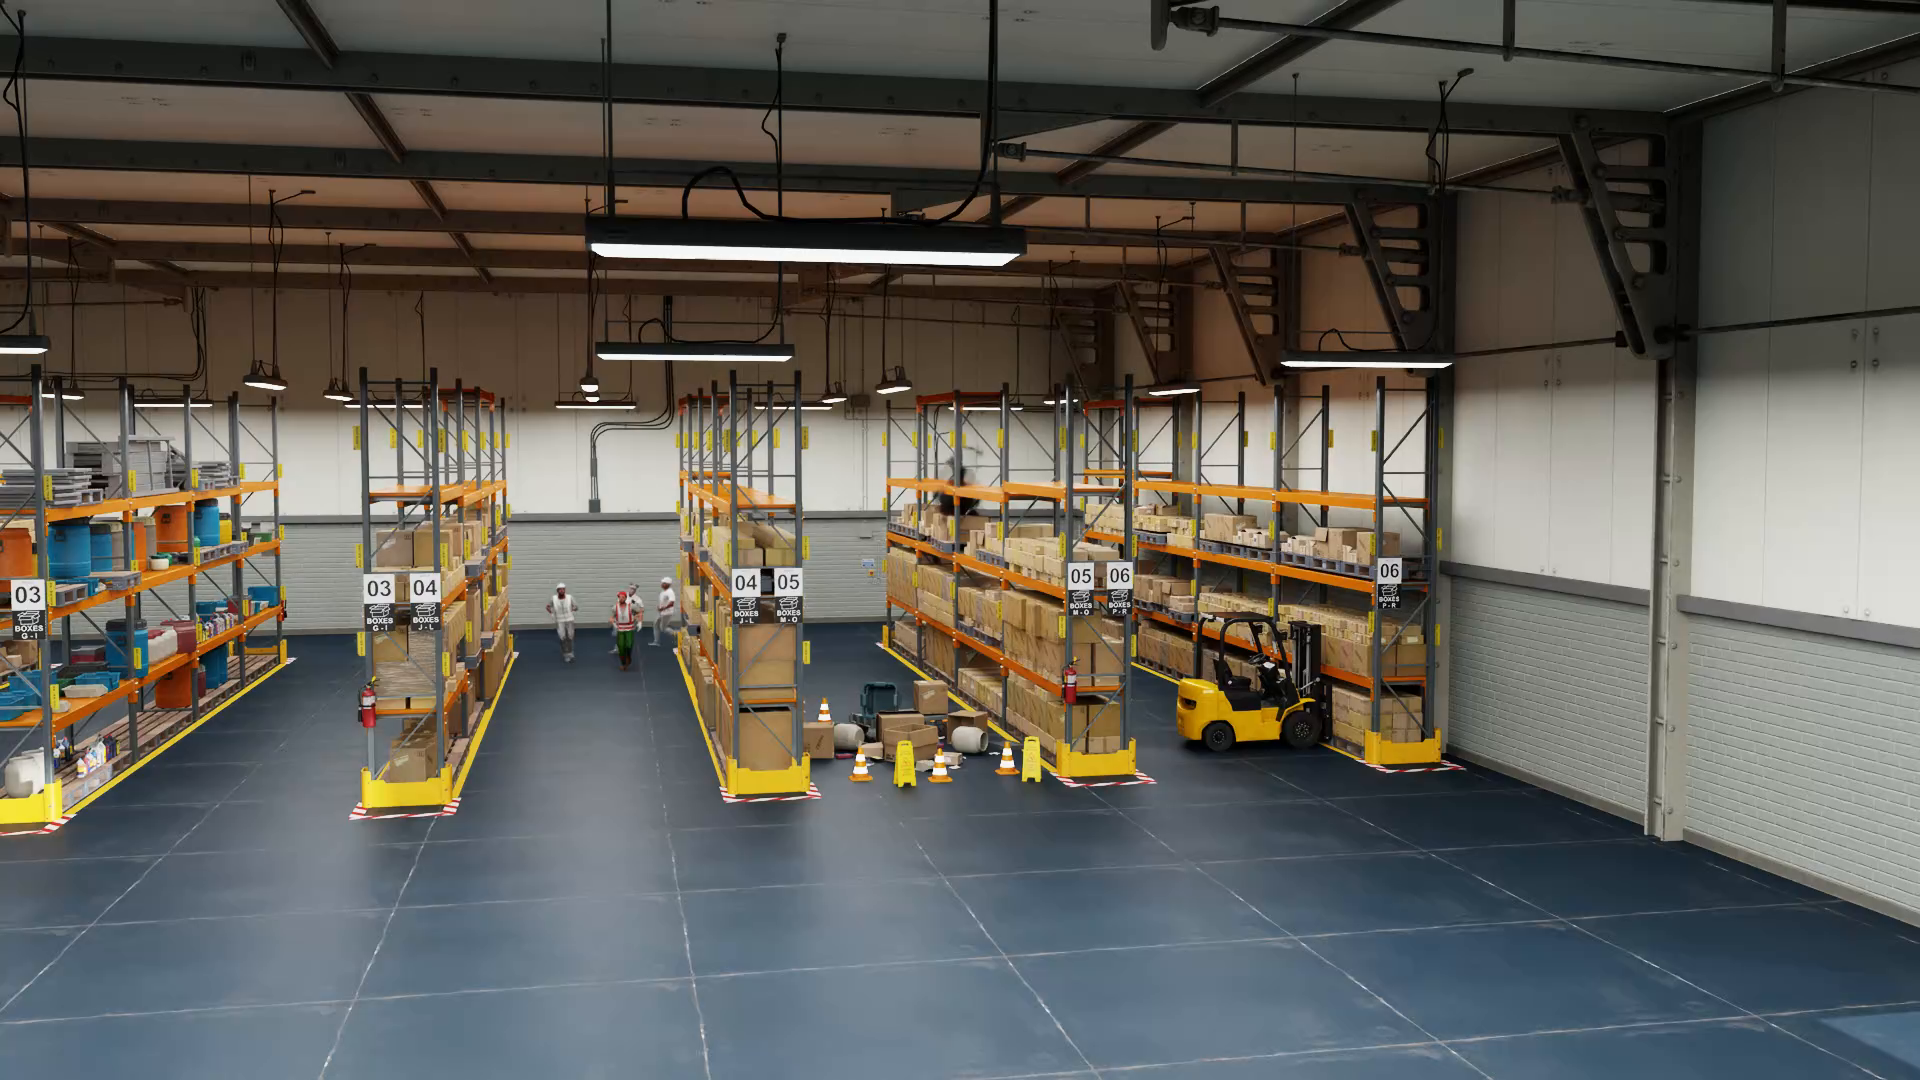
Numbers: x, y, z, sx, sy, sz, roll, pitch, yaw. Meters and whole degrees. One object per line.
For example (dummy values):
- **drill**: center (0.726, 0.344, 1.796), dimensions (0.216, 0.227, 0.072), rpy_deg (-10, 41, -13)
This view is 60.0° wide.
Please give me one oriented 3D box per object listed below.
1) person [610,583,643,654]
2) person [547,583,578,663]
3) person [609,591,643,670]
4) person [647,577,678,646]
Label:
- **person**: center (-7.871, 1.838, 39.173), dimensions (0.859, 1.669, 0.623), rpy_deg (1, 3, 9)
- **person**: center (-8.989, 1.890, 37.681), dimensions (0.677, 1.821, 0.728), rpy_deg (-1, 4, -21)
- **person**: center (-7.271, 1.977, 36.103), dimensions (0.699, 1.734, 0.684), rpy_deg (0, 3, -3)
- **person**: center (-7.179, 1.753, 40.396), dimensions (0.798, 1.710, 0.737), rpy_deg (-1, 4, -19)
